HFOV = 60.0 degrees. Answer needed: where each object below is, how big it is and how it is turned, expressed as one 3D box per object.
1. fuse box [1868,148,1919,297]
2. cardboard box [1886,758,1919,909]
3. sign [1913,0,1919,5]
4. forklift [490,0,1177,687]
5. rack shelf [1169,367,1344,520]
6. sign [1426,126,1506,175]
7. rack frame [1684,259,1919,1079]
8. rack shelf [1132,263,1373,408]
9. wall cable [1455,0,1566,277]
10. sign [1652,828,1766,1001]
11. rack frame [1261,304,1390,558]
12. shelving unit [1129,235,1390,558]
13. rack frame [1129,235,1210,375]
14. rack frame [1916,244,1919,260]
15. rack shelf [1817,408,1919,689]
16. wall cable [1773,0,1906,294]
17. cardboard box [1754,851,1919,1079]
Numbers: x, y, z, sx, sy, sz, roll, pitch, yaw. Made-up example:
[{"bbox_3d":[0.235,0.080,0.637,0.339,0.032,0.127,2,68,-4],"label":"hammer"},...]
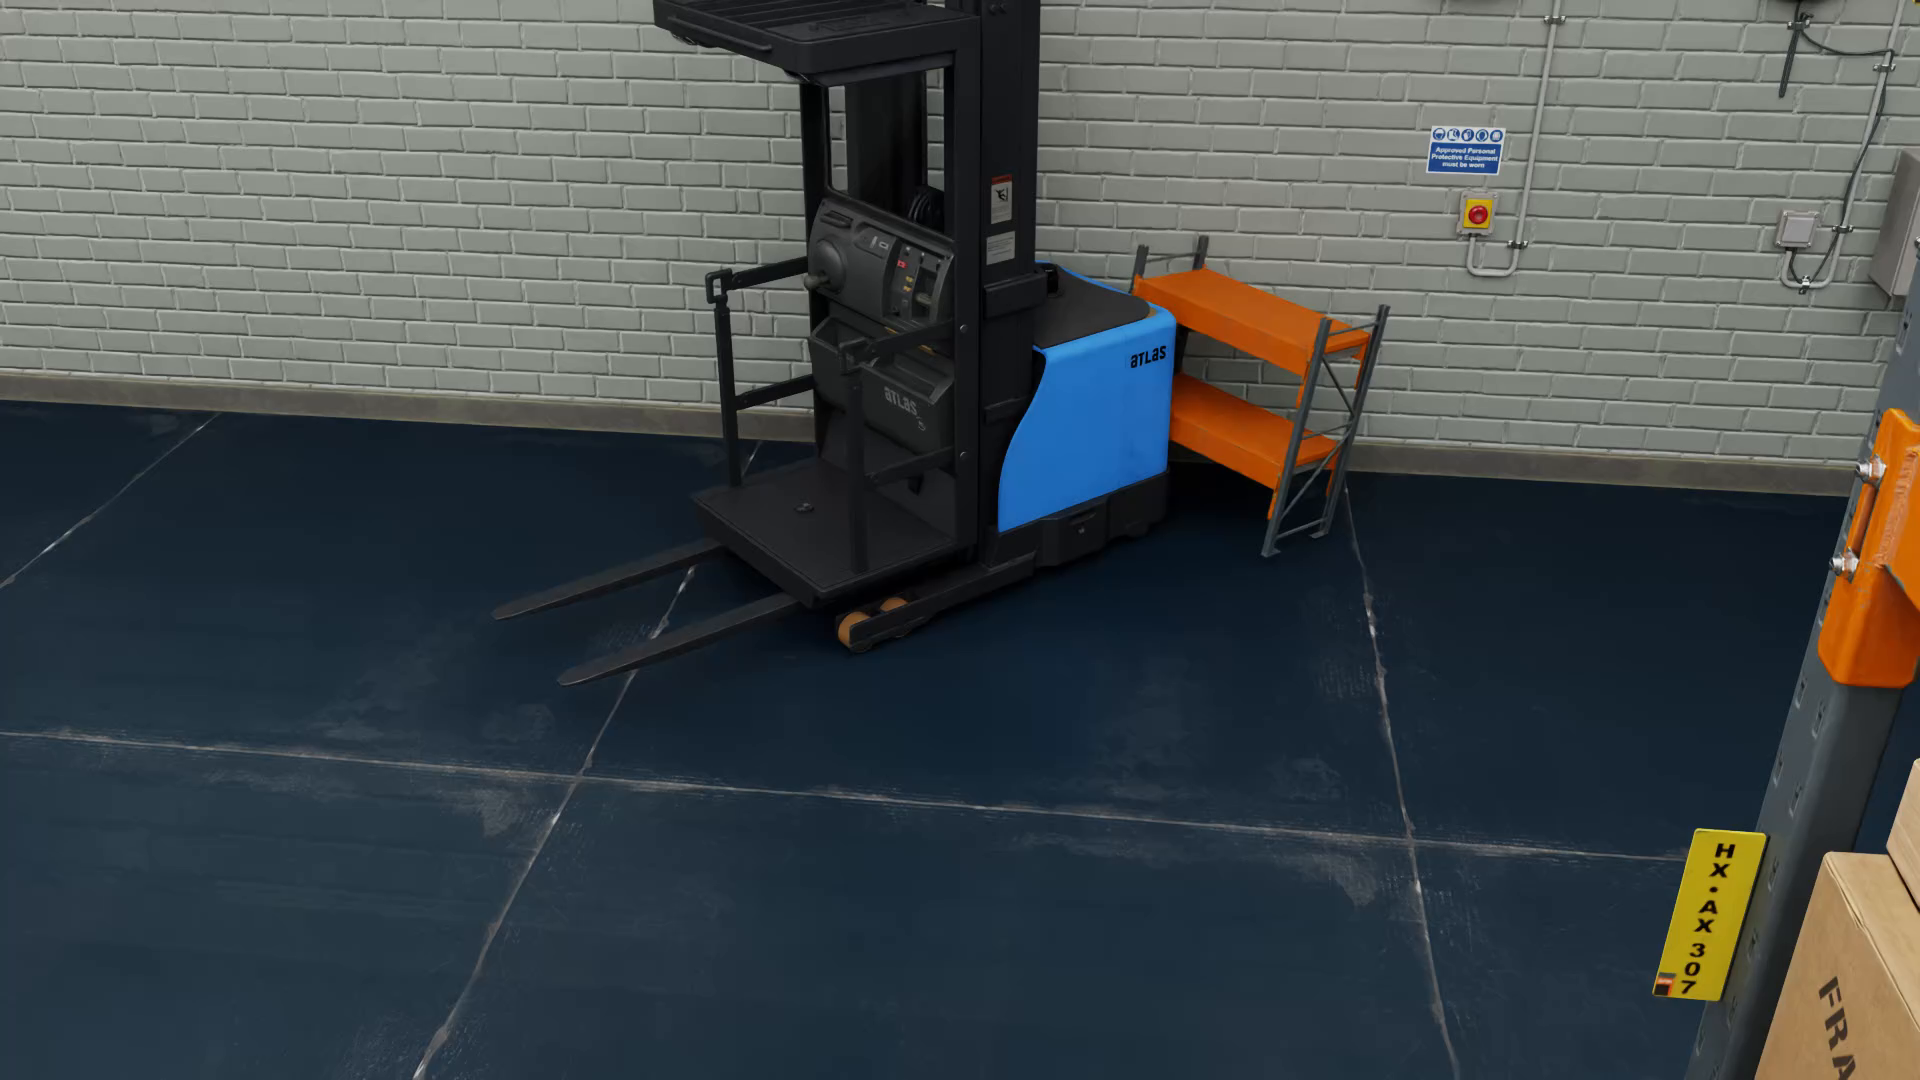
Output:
[{"bbox_3d":[4.421,-0.873,7.567,0.539,1.711,0.414,3,28,6],"label":"fuse box"},{"bbox_3d":[1.368,0.406,1.991,0.380,0.149,0.250,4,29,7],"label":"cardboard box"},{"bbox_3d":[1.136,-0.751,1.814,0.100,0.325,0.005,3,28,6],"label":"sign"},{"bbox_3d":[-0.500,-1.108,6.717,3.031,2.935,1.130,-20,34,-32],"label":"forklift"},{"bbox_3d":[1.235,-0.471,7.799,0.538,0.278,1.000,-17,36,-42],"label":"rack shelf"},{"bbox_3d":[2.314,-1.782,7.610,0.327,0.218,0.001,3,28,6],"label":"sign"},{"bbox_3d":[1.686,1.024,2.686,1.000,3.000,0.127,3,28,6],"label":"rack frame"},{"bbox_3d":[1.313,-0.947,7.564,0.538,0.278,1.000,-17,36,-42],"label":"rack shelf"},{"bbox_3d":[2.354,-2.092,7.367,0.585,1.953,0.123,3,28,6],"label":"wall cable"},{"bbox_3d":[1.136,0.573,2.527,0.100,0.325,0.005,3,28,6],"label":"sign"},{"bbox_3d":[1.622,-0.480,7.389,0.500,1.125,0.032,-17,36,-42],"label":"rack frame"},{"bbox_3d":[1.270,-0.688,7.692,0.538,1.125,1.048,-17,36,-42],"label":"shelving unit"},{"bbox_3d":[0.919,-0.895,7.996,0.500,1.125,0.032,-17,36,-42],"label":"rack frame"},{"bbox_3d":[1.686,-1.617,1.263,1.000,3.000,0.127,3,28,6],"label":"rack frame"},{"bbox_3d":[1.441,0.962,0.398,1.077,0.370,4.000,3,28,6],"label":"rack shelf"},{"bbox_3d":[3.763,-2.002,7.232,0.588,1.984,0.122,3,28,6],"label":"wall cable"},{"bbox_3d":[1.345,0.749,2.037,0.500,0.500,0.500,3,28,5],"label":"cardboard box"}]
